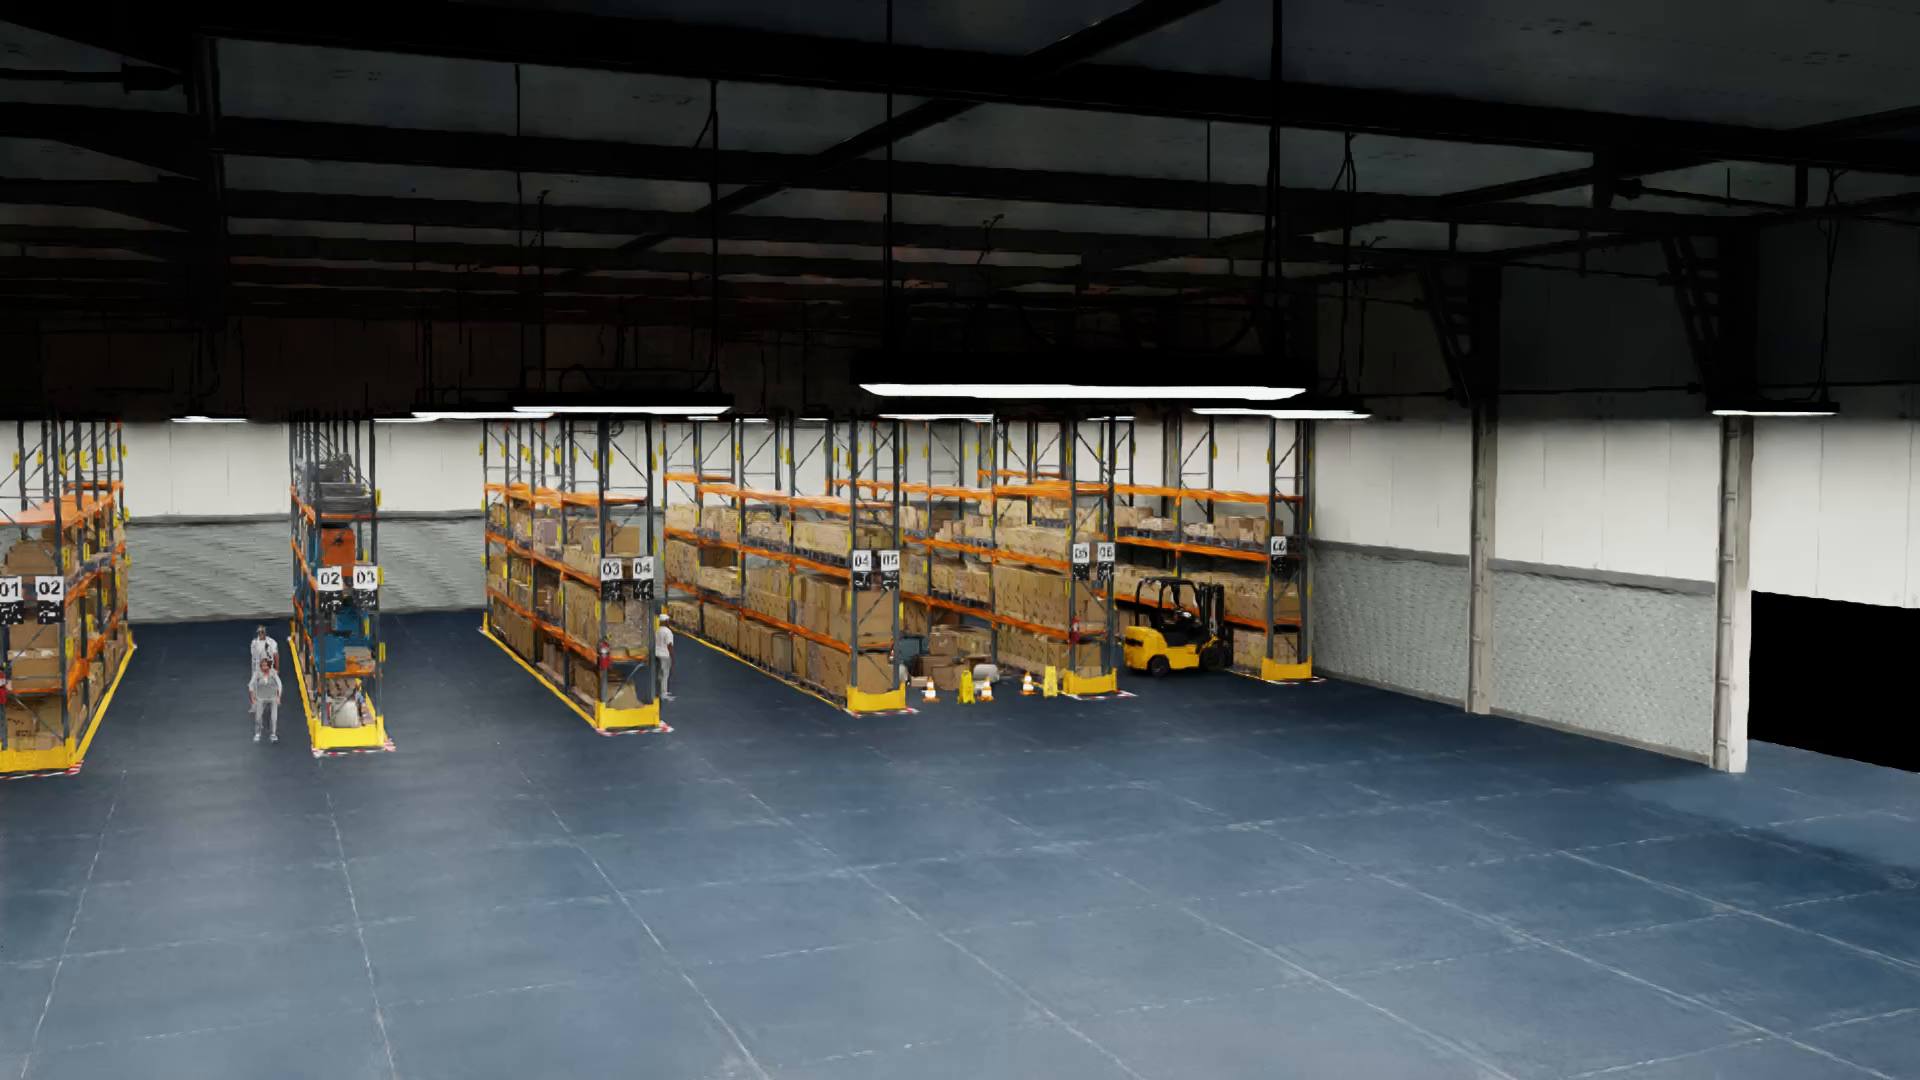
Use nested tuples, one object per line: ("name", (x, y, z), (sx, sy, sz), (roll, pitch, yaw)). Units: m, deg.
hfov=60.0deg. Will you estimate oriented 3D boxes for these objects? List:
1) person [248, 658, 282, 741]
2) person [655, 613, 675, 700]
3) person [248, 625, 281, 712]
("person", (-12.494, 2.862, 29.929), (0.566, 1.540, 0.516), (-2, 4, -24))
("person", (-6.117, 2.401, 34.532), (0.645, 1.772, 0.464), (4, 6, 44))
("person", (-13.871, 2.531, 33.193), (0.564, 1.724, 0.942), (0, 4, -7))
